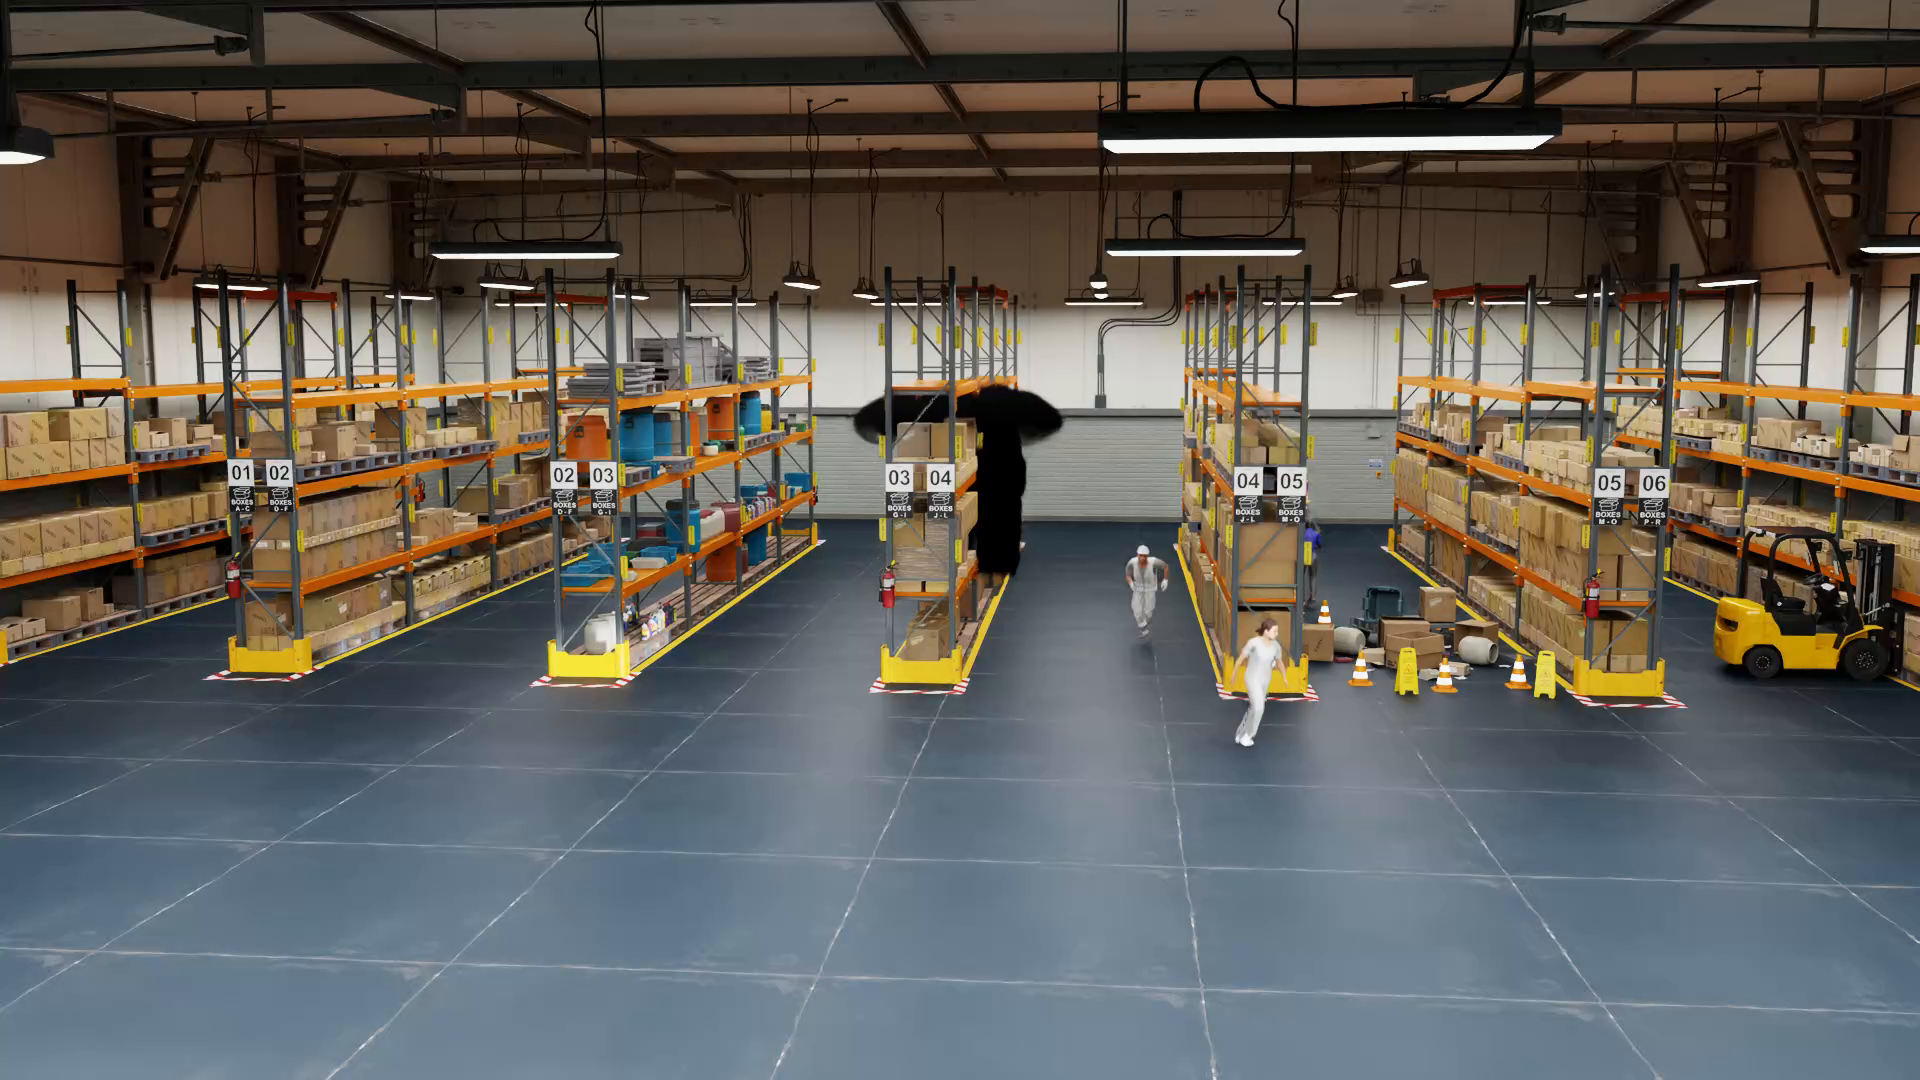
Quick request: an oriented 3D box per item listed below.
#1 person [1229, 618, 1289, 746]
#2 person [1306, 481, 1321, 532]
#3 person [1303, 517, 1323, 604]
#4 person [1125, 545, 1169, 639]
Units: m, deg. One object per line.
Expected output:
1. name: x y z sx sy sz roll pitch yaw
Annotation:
1. person: 3.647 1.733 20.284 0.559 1.618 0.687 -3 8 -26
2. person: 8.450 -0.897 41.105 0.992 1.753 0.708 -1 7 -9
3. person: 6.541 0.409 31.234 0.580 1.650 0.948 0 7 3
4. person: 3.036 0.851 27.006 0.693 1.603 0.850 1 7 11
